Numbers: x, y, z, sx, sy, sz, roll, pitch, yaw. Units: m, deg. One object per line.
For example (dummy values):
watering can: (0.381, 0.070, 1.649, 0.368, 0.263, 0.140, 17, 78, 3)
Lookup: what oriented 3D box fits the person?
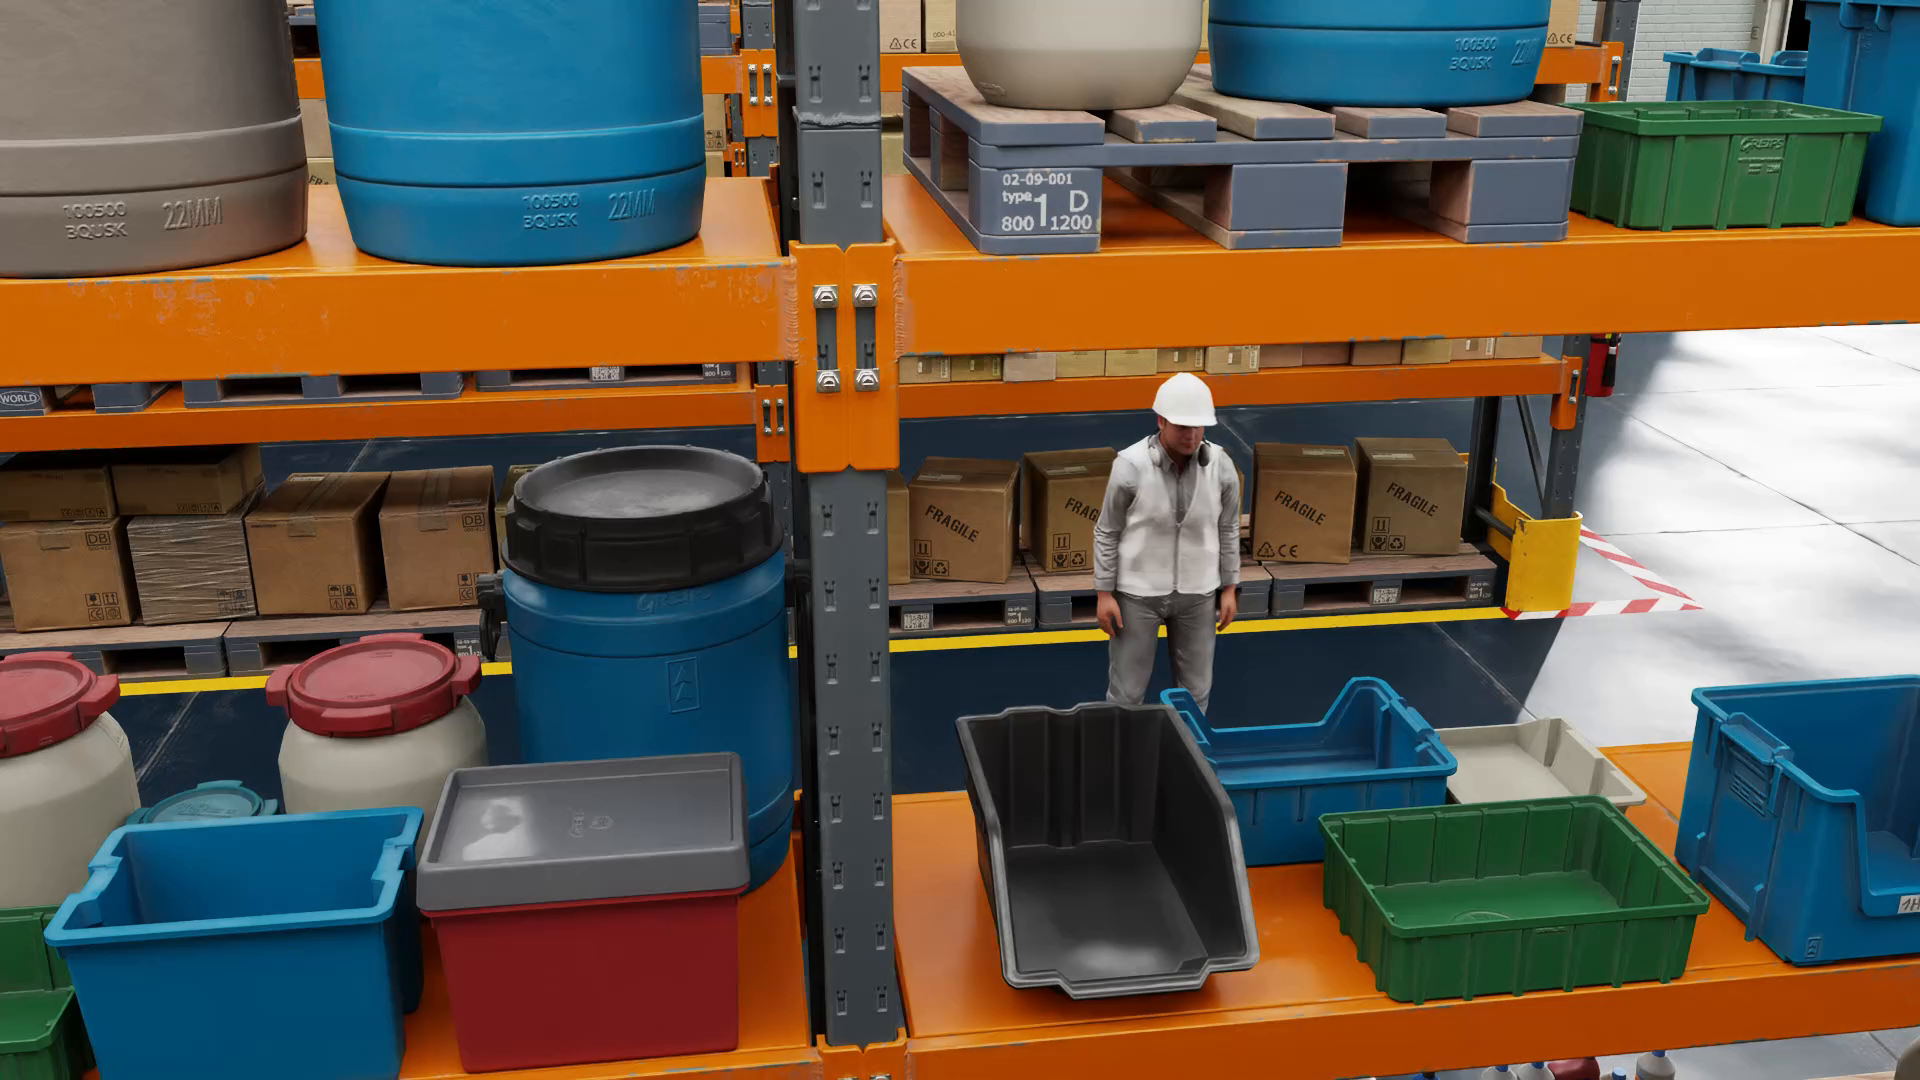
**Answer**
person: (0.803, 0.206, 6.465, 0.581, 1.771, 0.463, -3, 20, -8)
